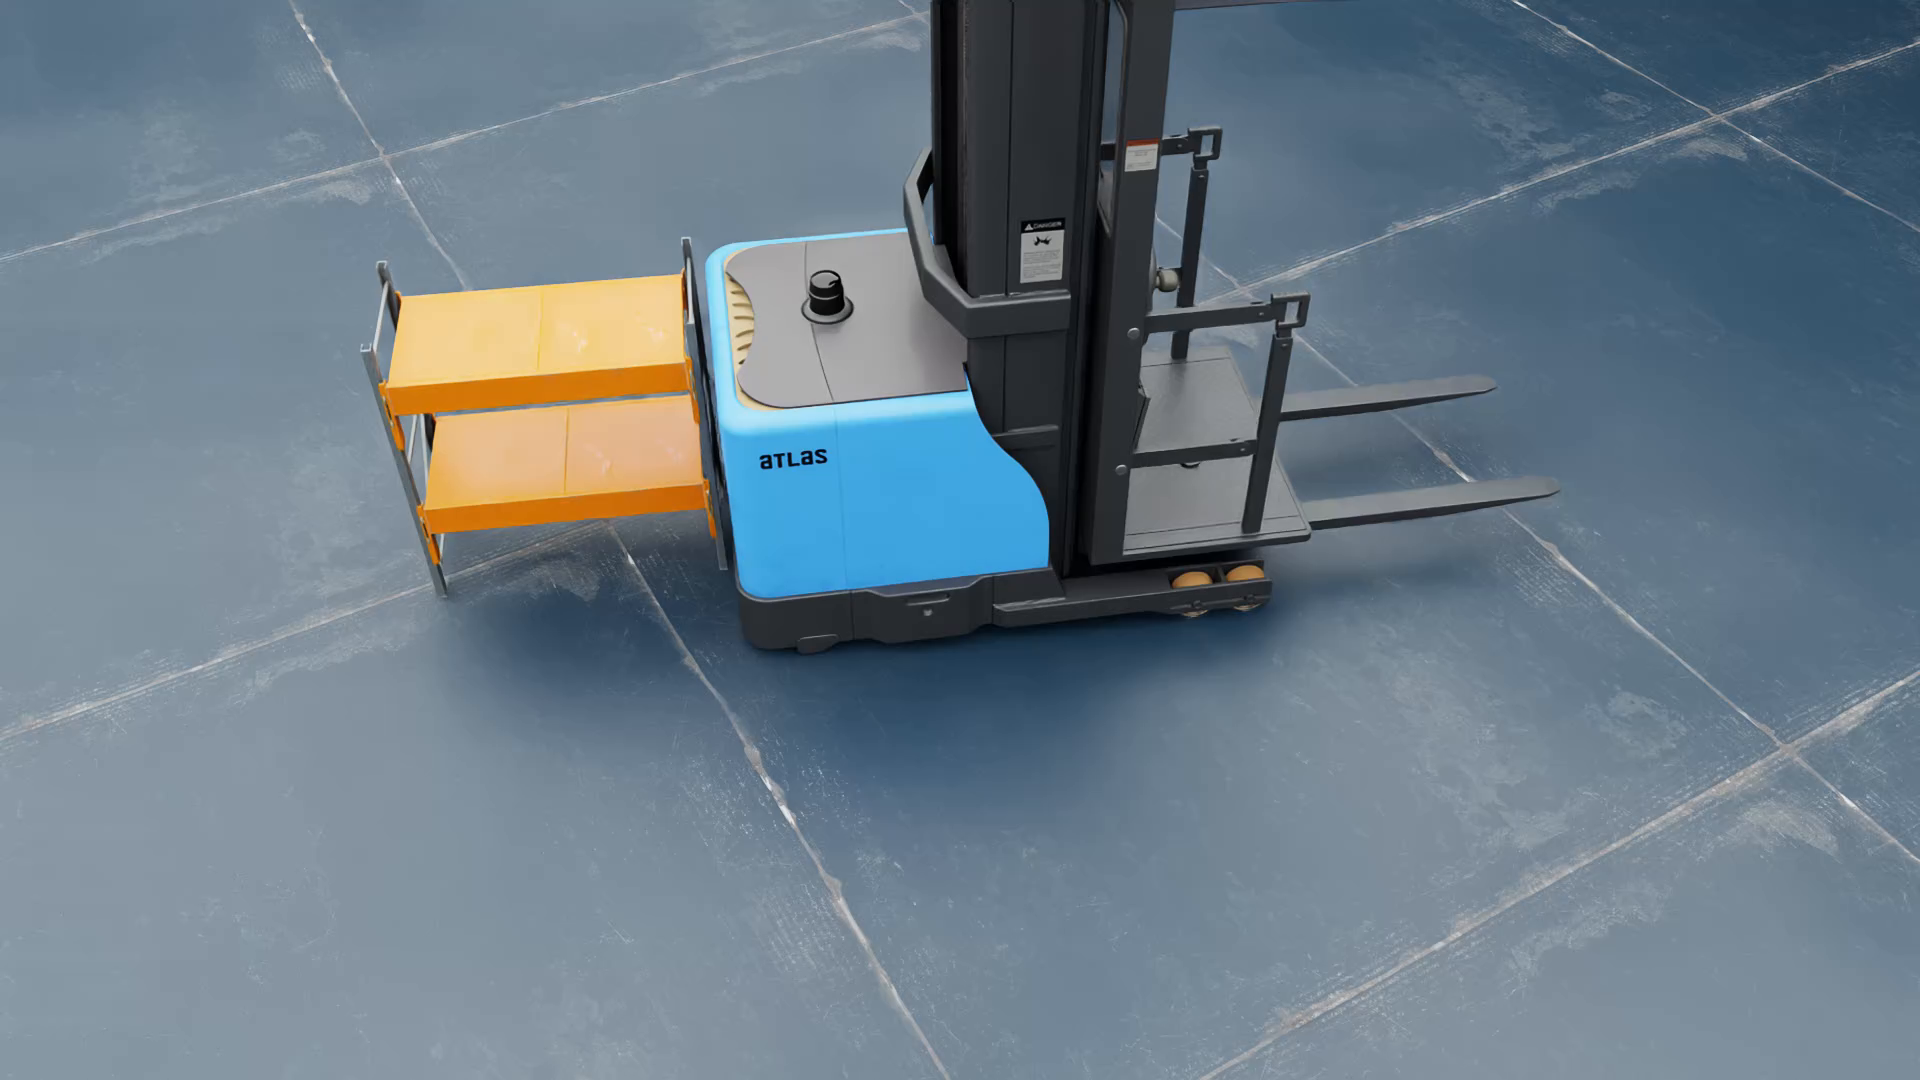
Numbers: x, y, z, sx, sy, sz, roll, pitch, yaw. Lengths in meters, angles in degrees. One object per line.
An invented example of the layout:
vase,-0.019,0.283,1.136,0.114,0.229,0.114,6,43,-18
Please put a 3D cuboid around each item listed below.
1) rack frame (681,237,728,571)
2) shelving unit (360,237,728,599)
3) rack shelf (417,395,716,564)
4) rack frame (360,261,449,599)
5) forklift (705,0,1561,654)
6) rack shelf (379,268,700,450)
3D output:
rack frame,-0.906,-0.463,5.919,0.032,1.125,0.500,-6,44,-6
shelving unit,-1.409,-0.414,5.868,1.048,1.125,0.538,-6,44,-6
rack shelf,-1.409,-0.238,6.039,1.000,0.278,0.538,-6,44,-6
rack frame,-1.912,-0.364,5.817,0.032,1.125,0.500,-6,44,-6
forklift,0.668,-1.138,5.318,3.031,2.935,1.130,-6,45,-7
rack shelf,-1.409,-0.624,5.665,1.000,0.278,0.538,-6,44,-6
